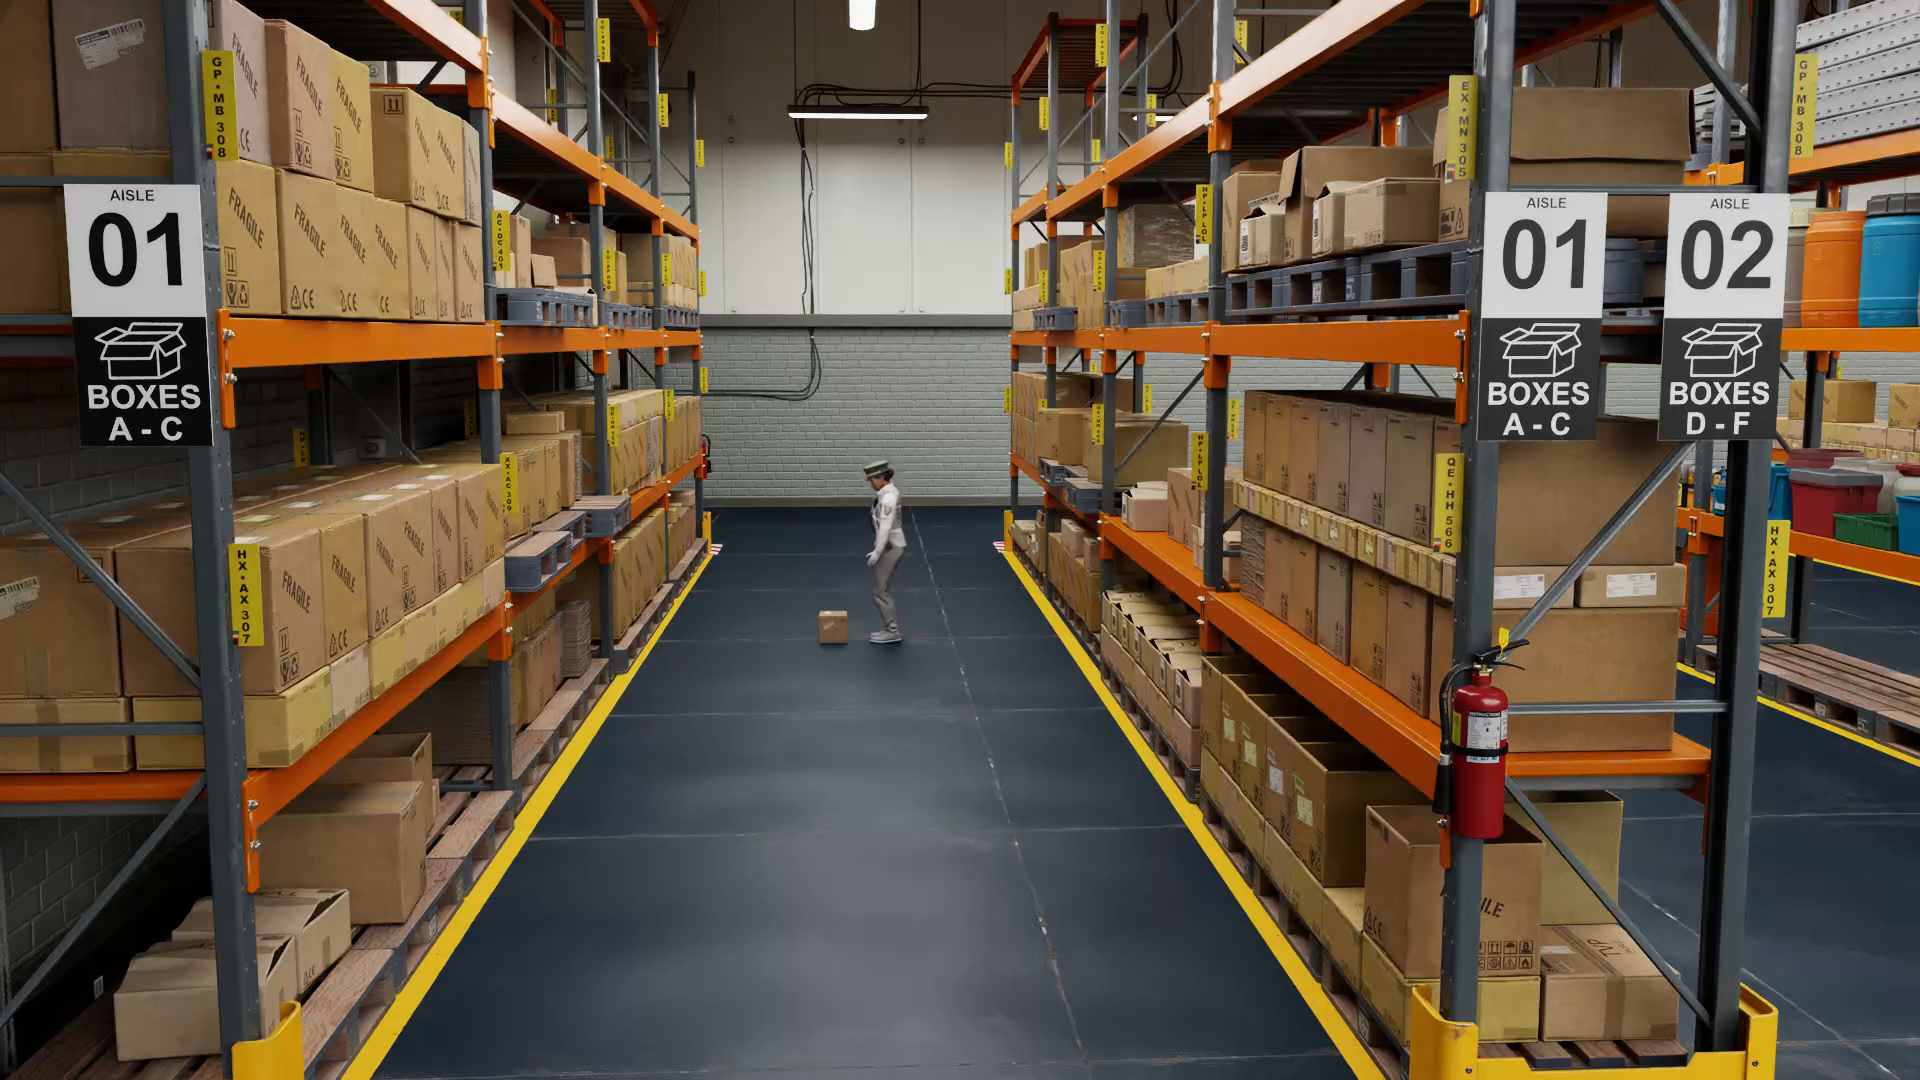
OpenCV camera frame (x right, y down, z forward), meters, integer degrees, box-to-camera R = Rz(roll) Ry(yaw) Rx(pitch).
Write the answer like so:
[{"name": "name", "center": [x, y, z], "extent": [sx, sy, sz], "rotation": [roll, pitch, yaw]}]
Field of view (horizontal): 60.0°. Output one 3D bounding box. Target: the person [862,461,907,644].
[{"name": "person", "center": [-0.678, 0.106, 15.000], "extent": [0.396, 1.648, 0.488], "rotation": [0, 7, -2]}]
